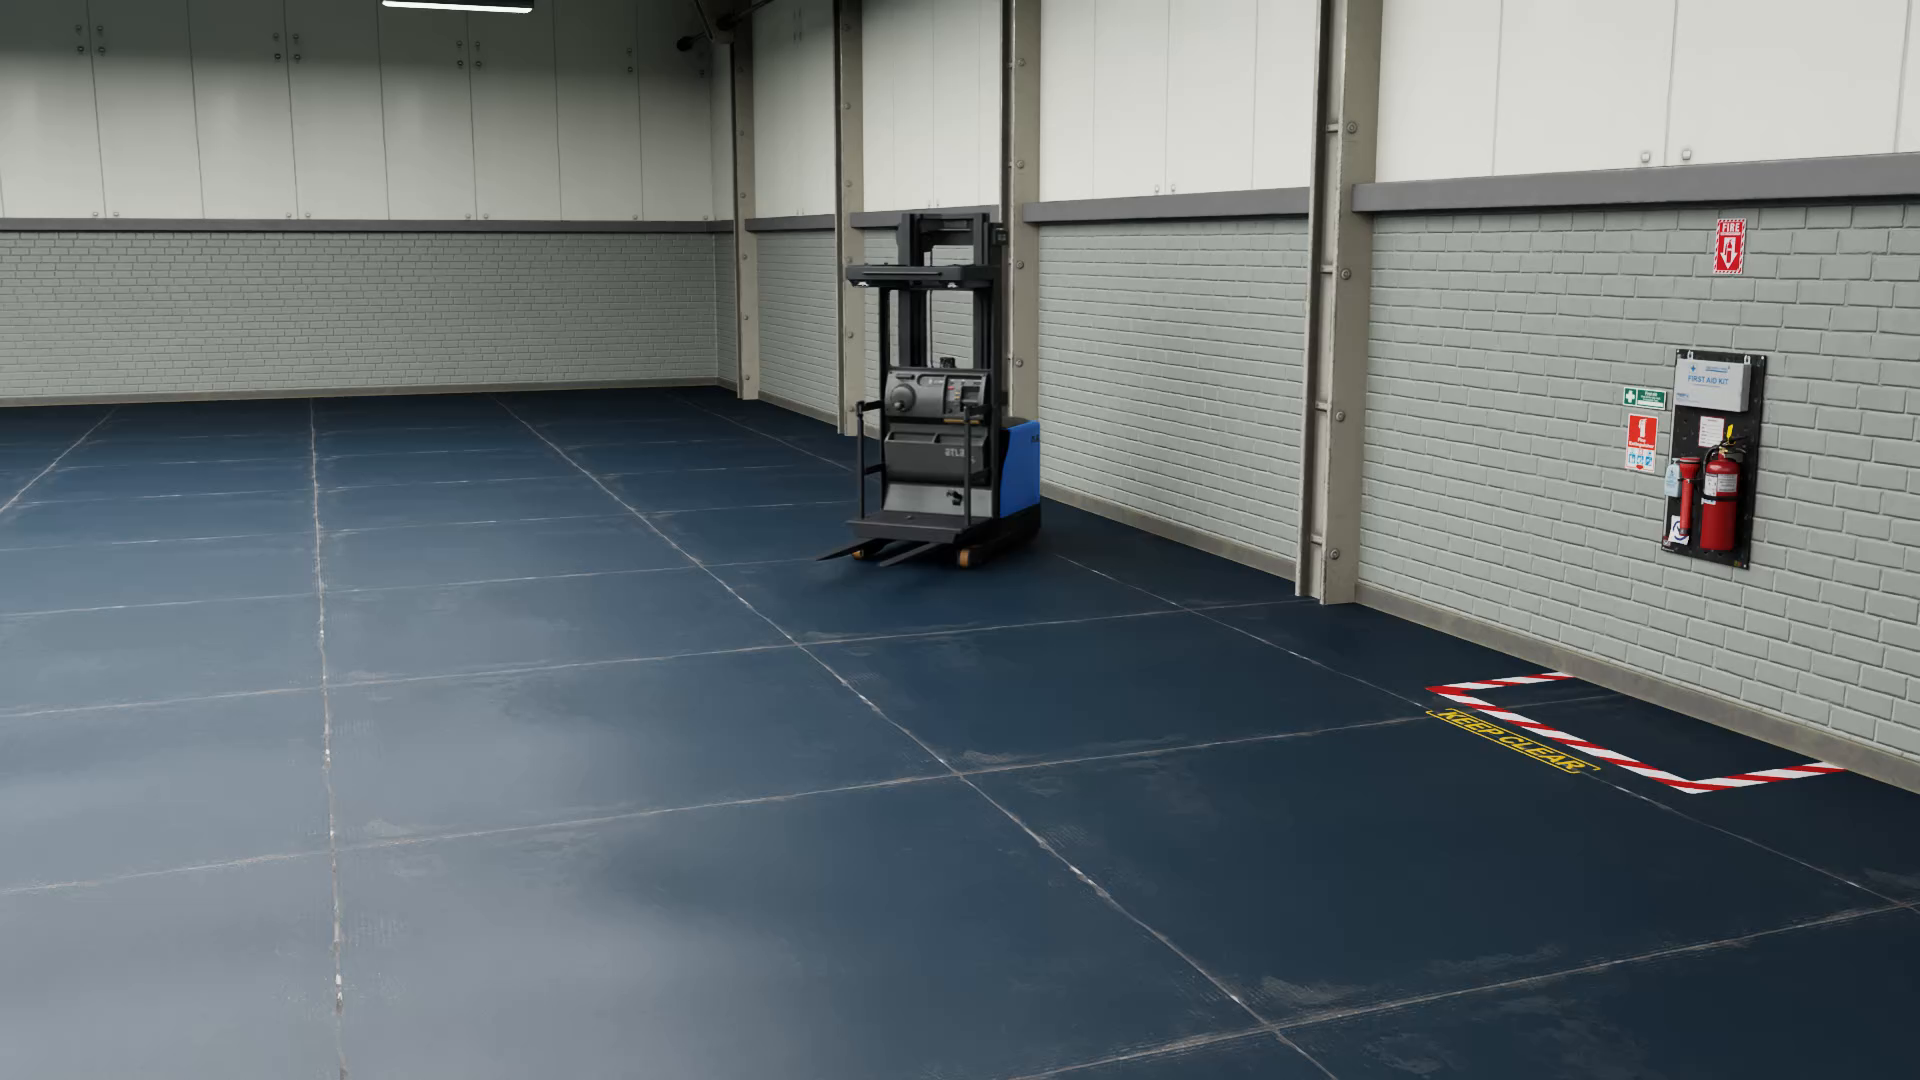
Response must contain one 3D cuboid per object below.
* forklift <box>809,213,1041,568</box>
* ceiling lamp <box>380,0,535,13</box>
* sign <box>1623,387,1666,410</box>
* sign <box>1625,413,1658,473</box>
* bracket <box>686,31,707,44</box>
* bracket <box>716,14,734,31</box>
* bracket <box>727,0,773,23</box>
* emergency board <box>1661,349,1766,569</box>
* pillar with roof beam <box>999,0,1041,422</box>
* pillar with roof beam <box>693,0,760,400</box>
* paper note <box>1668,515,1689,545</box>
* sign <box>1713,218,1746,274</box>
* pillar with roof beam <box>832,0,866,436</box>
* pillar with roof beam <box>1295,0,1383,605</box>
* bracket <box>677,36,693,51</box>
[{"bbox_3d":[-0.288,-1.289,14.128,1.130,2.935,3.031,4,11,23],"label":"forklift"},{"bbox_3d":[-6.939,-8.852,22.649,2.000,3.185,0.800,-4,11,-21],"label":"ceiling lamp"},{"bbox_3d":[4.010,-0.832,9.747,0.001,0.109,0.331,-4,11,-21],"label":"sign"},{"bbox_3d":[4.016,-0.572,9.800,0.001,0.329,0.234,-4,11,-21],"label":"sign"},{"bbox_3d":[-4.842,-9.031,30.047,0.076,0.066,3.189,-4,11,-21],"label":"bracket"},{"bbox_3d":[-3.897,-8.605,27.653,0.235,0.232,0.430,-4,11,-21],"label":"bracket"},{"bbox_3d":[-2.963,-8.185,25.289,0.076,0.066,4.783,-4,11,-21],"label":"bracket"},{"bbox_3d":[4.121,-0.458,9.259,0.194,1.169,0.643,-4,11,-21],"label":"emergency board"},{"bbox_3d":[-3.380,-4.691,15.928,9.100,9.000,0.400,-4,11,-21],"label":"pillar with roof beam"},{"bbox_3d":[-7.729,-6.650,26.940,9.100,9.000,0.548,-4,11,-21],"label":"pillar with roof beam"},{"bbox_3d":[4.121,-0.058,9.523,0.016,0.148,0.142,-4,11,-21],"label":"paper note"},{"bbox_3d":[4.211,-1.607,9.099,0.001,0.298,0.199,-4,11,-21],"label":"sign"},{"bbox_3d":[-5.554,-5.671,21.434,9.100,9.000,0.400,-4,11,-21],"label":"pillar with roof beam"},{"bbox_3d":[-1.206,-3.712,10.422,9.100,9.000,0.400,-4,11,-21],"label":"pillar with roof beam"},{"bbox_3d":[-5.056,-9.127,30.589,0.235,0.232,0.430,-4,11,-21],"label":"bracket"}]
